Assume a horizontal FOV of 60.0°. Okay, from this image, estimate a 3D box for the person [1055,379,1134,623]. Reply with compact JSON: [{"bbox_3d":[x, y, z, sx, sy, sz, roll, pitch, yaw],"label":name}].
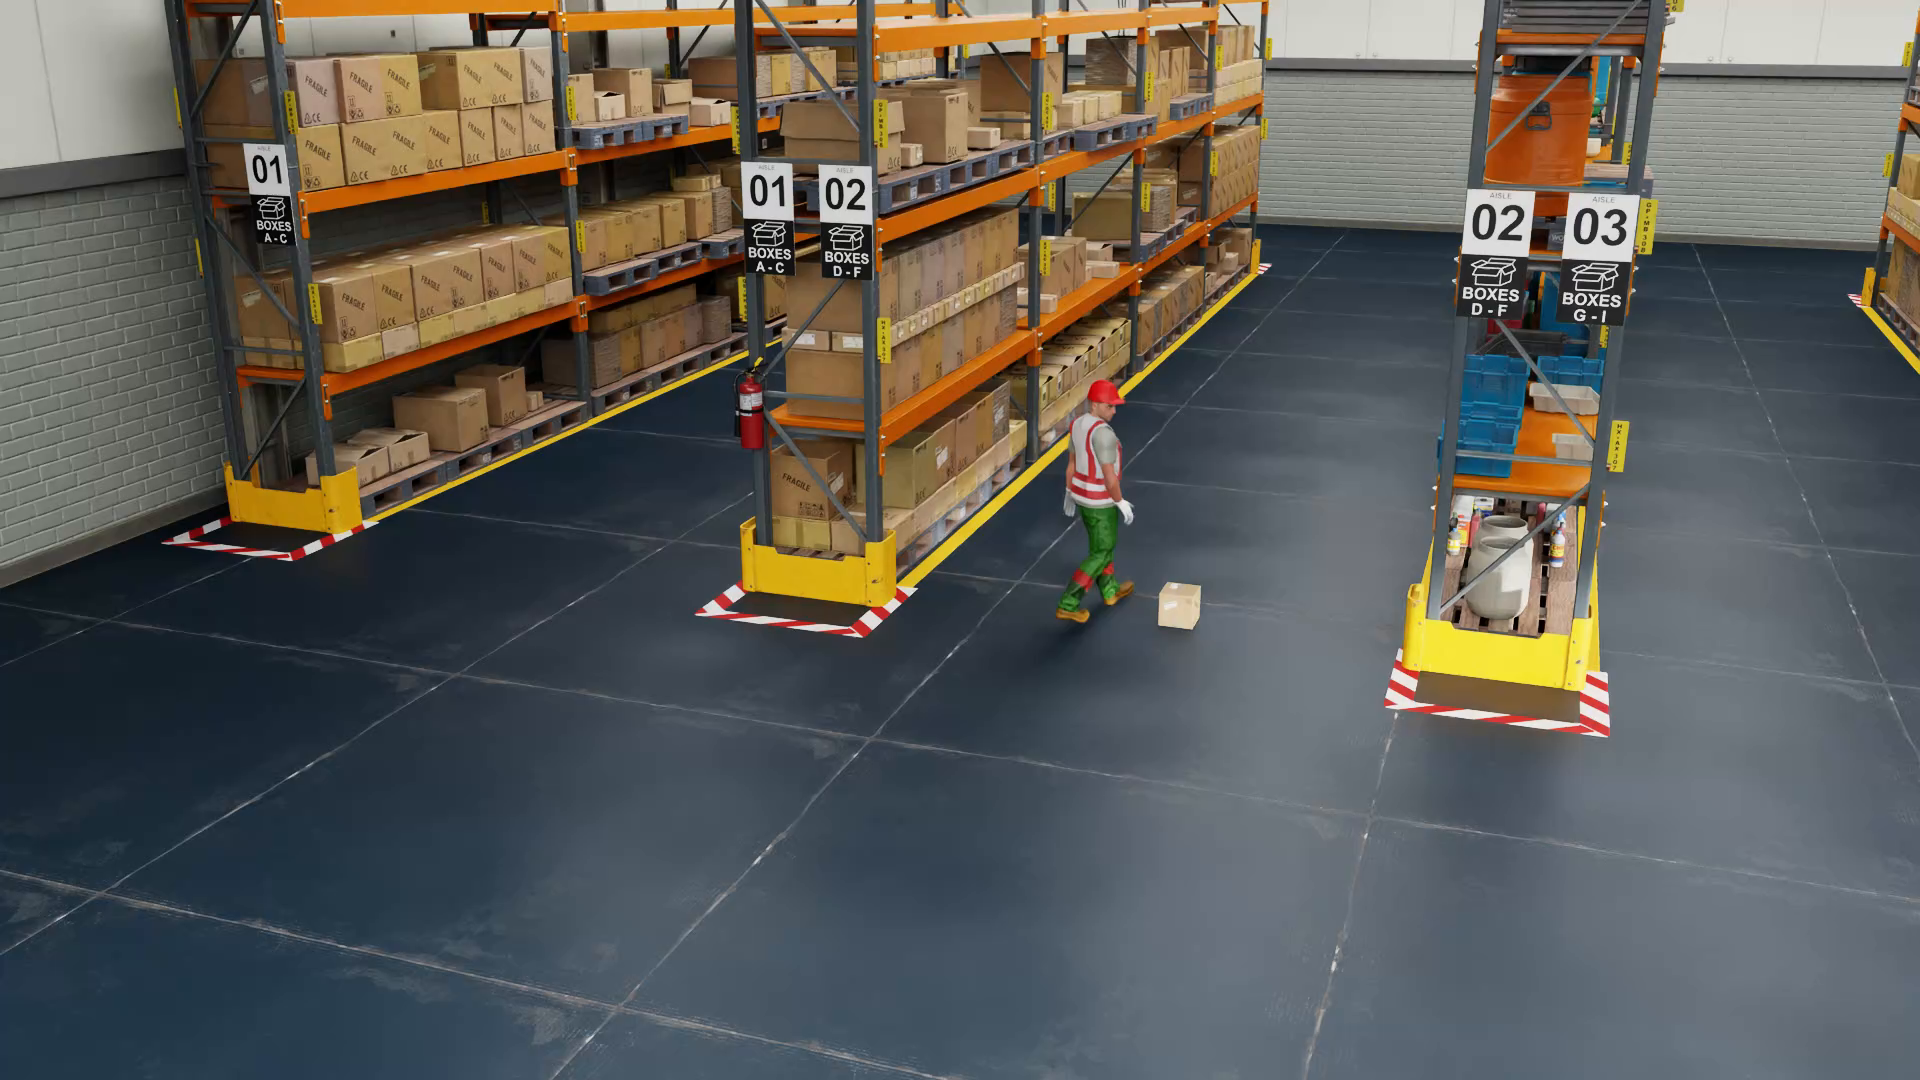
[{"bbox_3d":[0.995,-0.286,11.891,0.895,1.765,0.618,-9,20,-25],"label":"person"}]
